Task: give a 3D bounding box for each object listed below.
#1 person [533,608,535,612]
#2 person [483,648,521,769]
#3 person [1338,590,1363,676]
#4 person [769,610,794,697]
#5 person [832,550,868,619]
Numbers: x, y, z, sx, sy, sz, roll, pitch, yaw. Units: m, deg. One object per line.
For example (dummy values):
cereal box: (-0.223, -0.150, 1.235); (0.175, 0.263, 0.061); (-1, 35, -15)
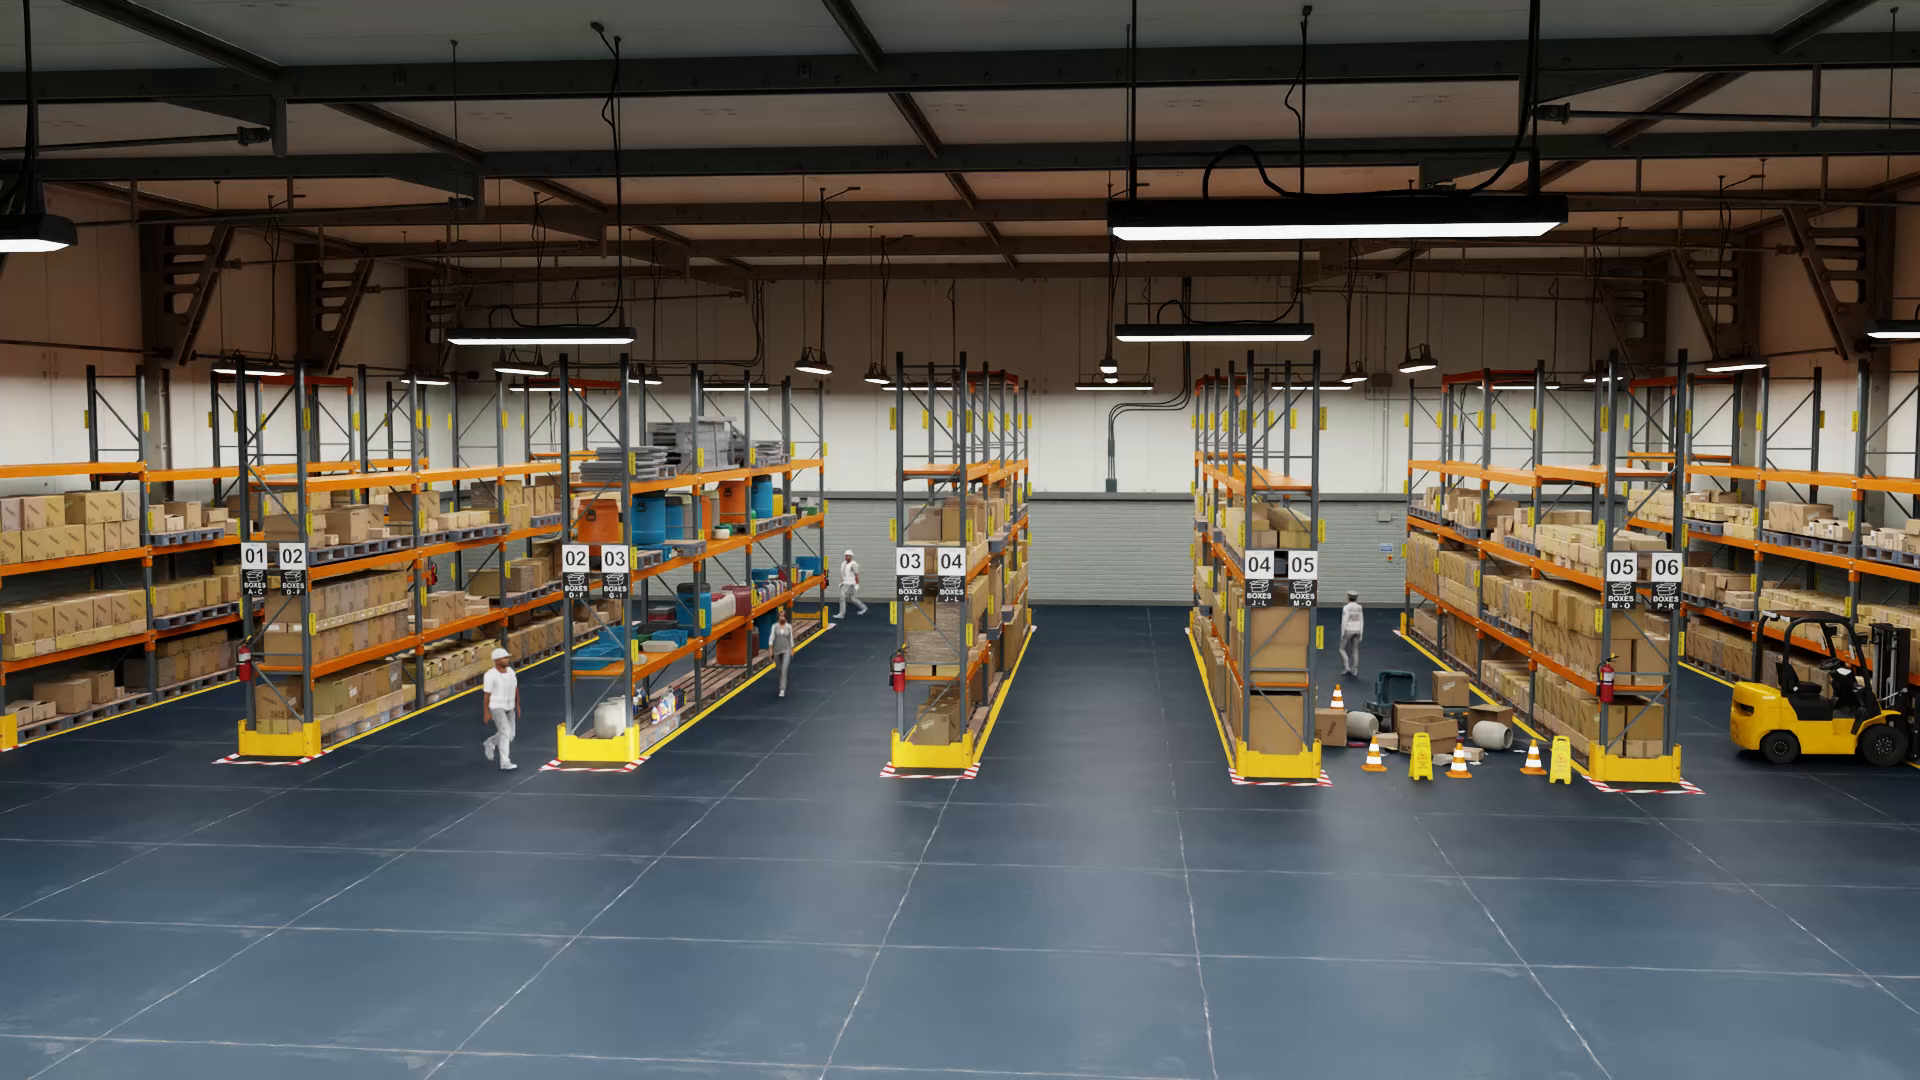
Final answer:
person: (-10.877, 1.244, 41.715); (0.422, 1.562, 0.768); (0, 4, 4)
person: (-6.665, 2.421, 24.064); (0.806, 1.735, 0.601); (2, 5, 31)
person: (7.724, 1.847, 32.820); (0.518, 1.713, 0.359); (-2, 4, -22)
person: (-3.282, 2.054, 30.488); (0.428, 1.535, 0.994); (0, 4, 4)
person: (-2.793, 1.121, 42.263); (1.006, 1.750, 0.504); (-2, 4, -21)
